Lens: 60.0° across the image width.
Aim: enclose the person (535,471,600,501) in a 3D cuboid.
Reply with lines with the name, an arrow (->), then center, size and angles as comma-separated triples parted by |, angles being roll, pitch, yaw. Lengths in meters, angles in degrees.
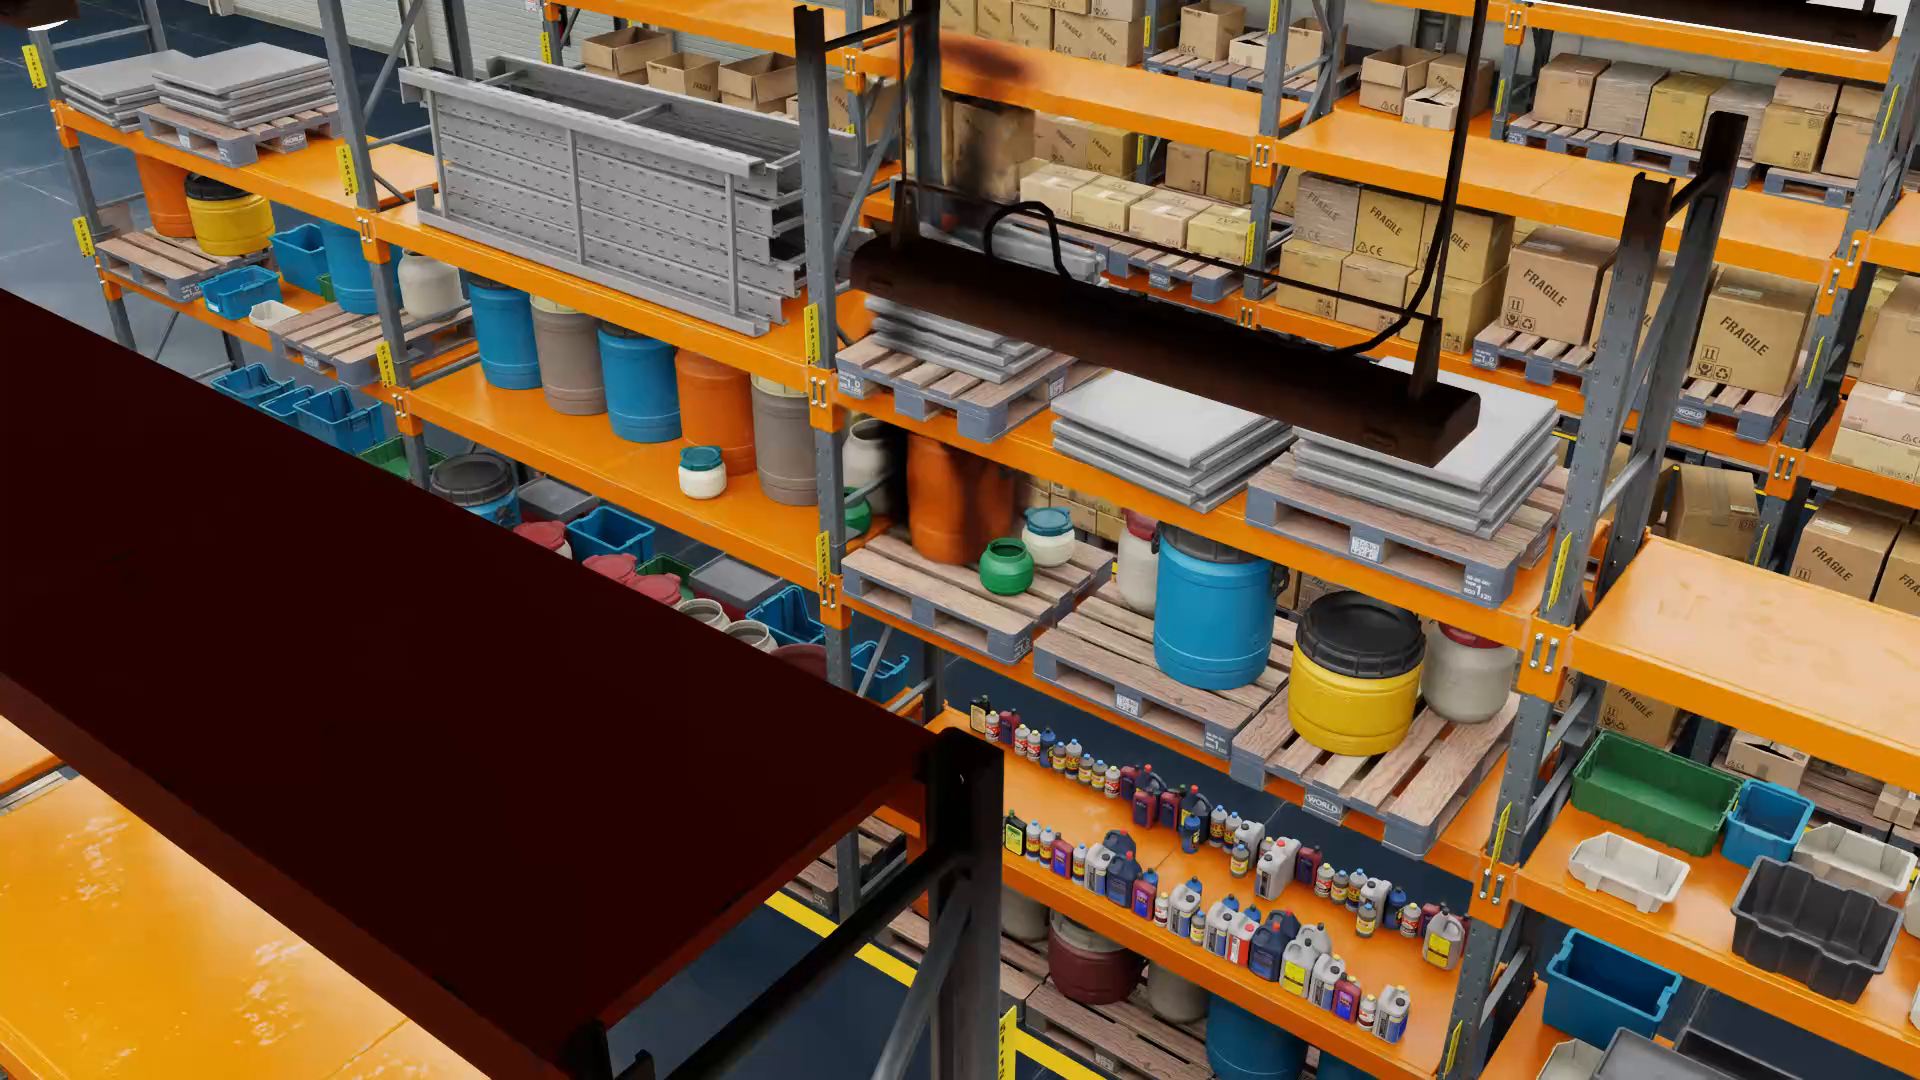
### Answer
person -> -3.243, -0.398, 14.281 | 0.849, 1.756, 0.648 | 25, 39, 35
